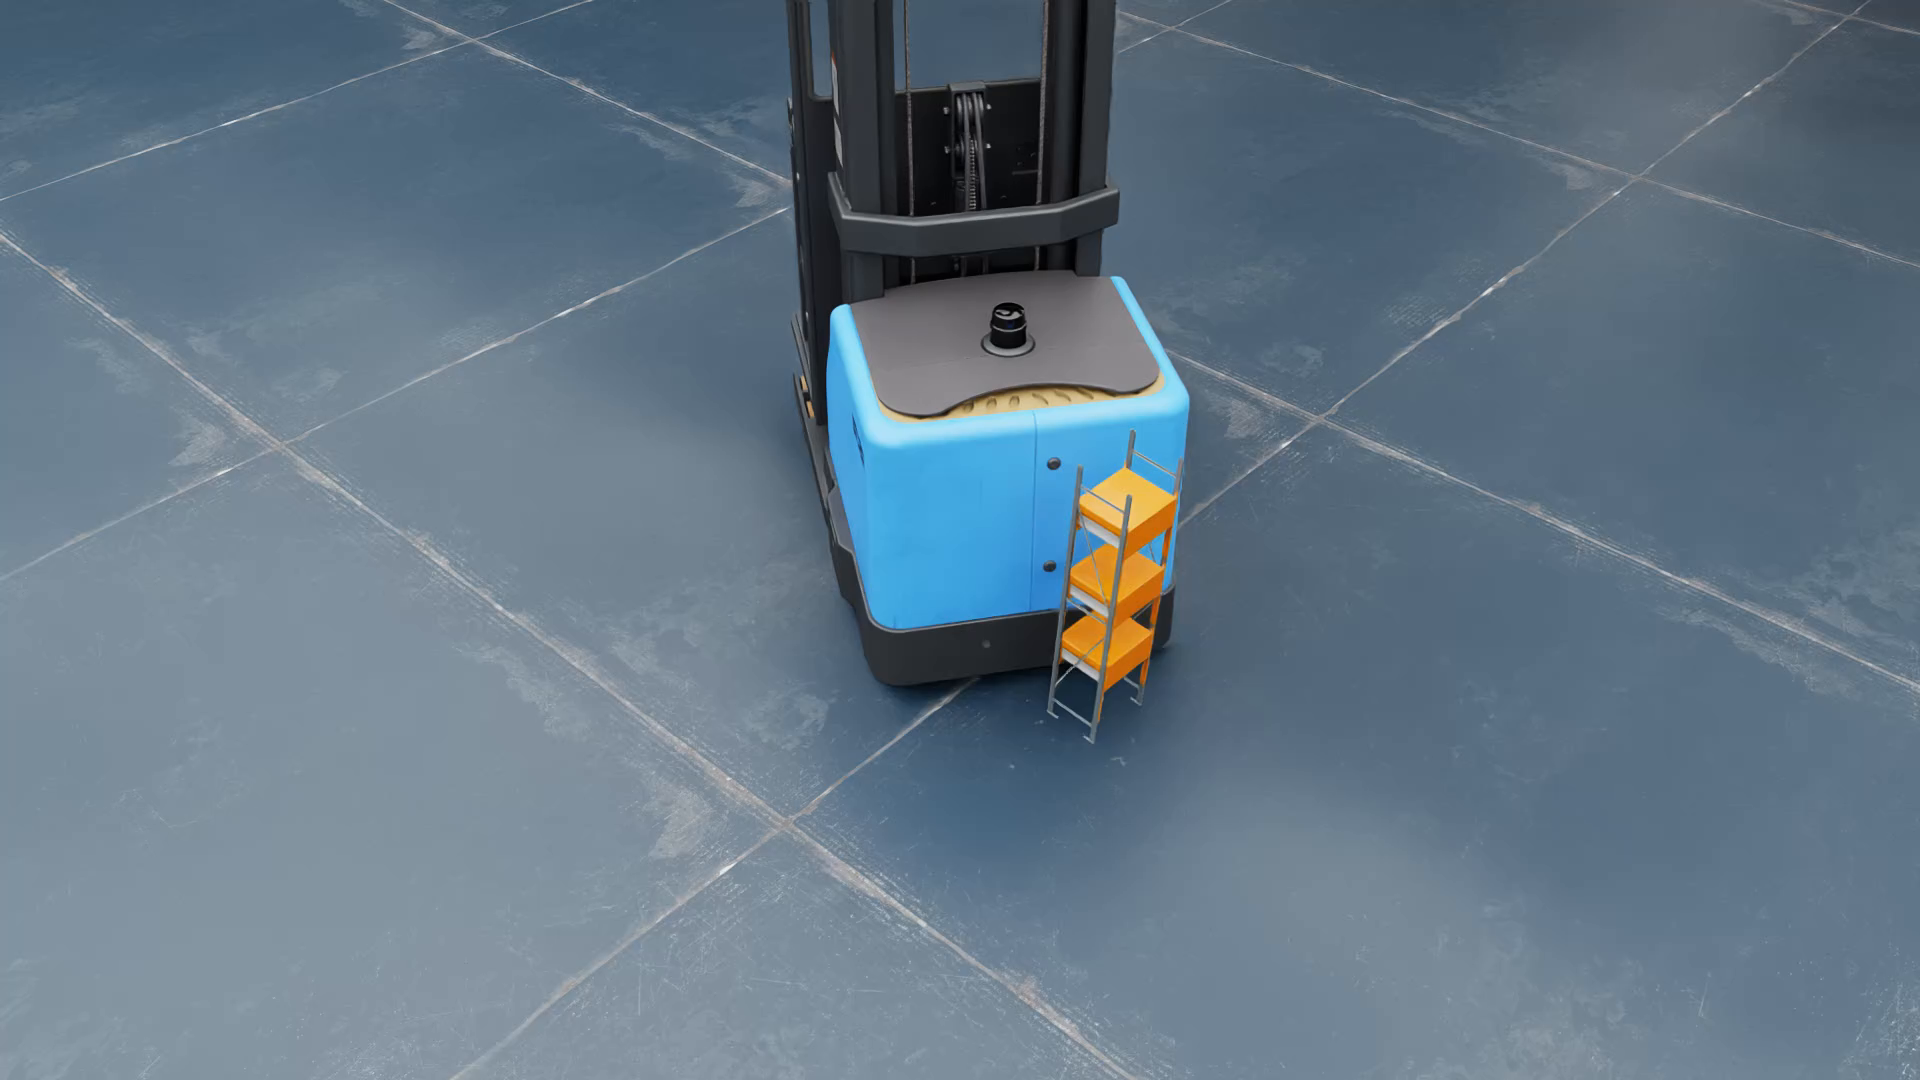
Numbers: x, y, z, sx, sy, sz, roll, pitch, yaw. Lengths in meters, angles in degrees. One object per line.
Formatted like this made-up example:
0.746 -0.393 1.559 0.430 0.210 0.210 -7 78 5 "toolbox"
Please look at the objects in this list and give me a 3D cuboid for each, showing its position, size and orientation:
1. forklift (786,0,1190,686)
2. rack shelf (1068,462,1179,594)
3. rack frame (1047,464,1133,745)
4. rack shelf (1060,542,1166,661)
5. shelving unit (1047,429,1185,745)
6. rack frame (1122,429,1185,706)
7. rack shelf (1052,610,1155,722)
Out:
-0.073 -1.583 5.885 1.130 2.935 3.031 -7 39 -9 "forklift"
0.487 -0.038 5.005 0.215 0.259 0.240 33 49 29 "rack shelf"
0.389 0.223 5.115 0.200 1.050 0.008 33 49 29 "rack frame"
0.472 0.175 5.192 0.215 0.259 0.240 33 49 29 "rack shelf"
0.473 0.167 5.185 0.215 1.050 0.252 33 49 29 "shelving unit"
0.557 0.112 5.254 0.200 1.050 0.008 33 49 29 "rack frame"
0.459 0.384 5.375 0.215 0.259 0.240 33 49 29 "rack shelf"
